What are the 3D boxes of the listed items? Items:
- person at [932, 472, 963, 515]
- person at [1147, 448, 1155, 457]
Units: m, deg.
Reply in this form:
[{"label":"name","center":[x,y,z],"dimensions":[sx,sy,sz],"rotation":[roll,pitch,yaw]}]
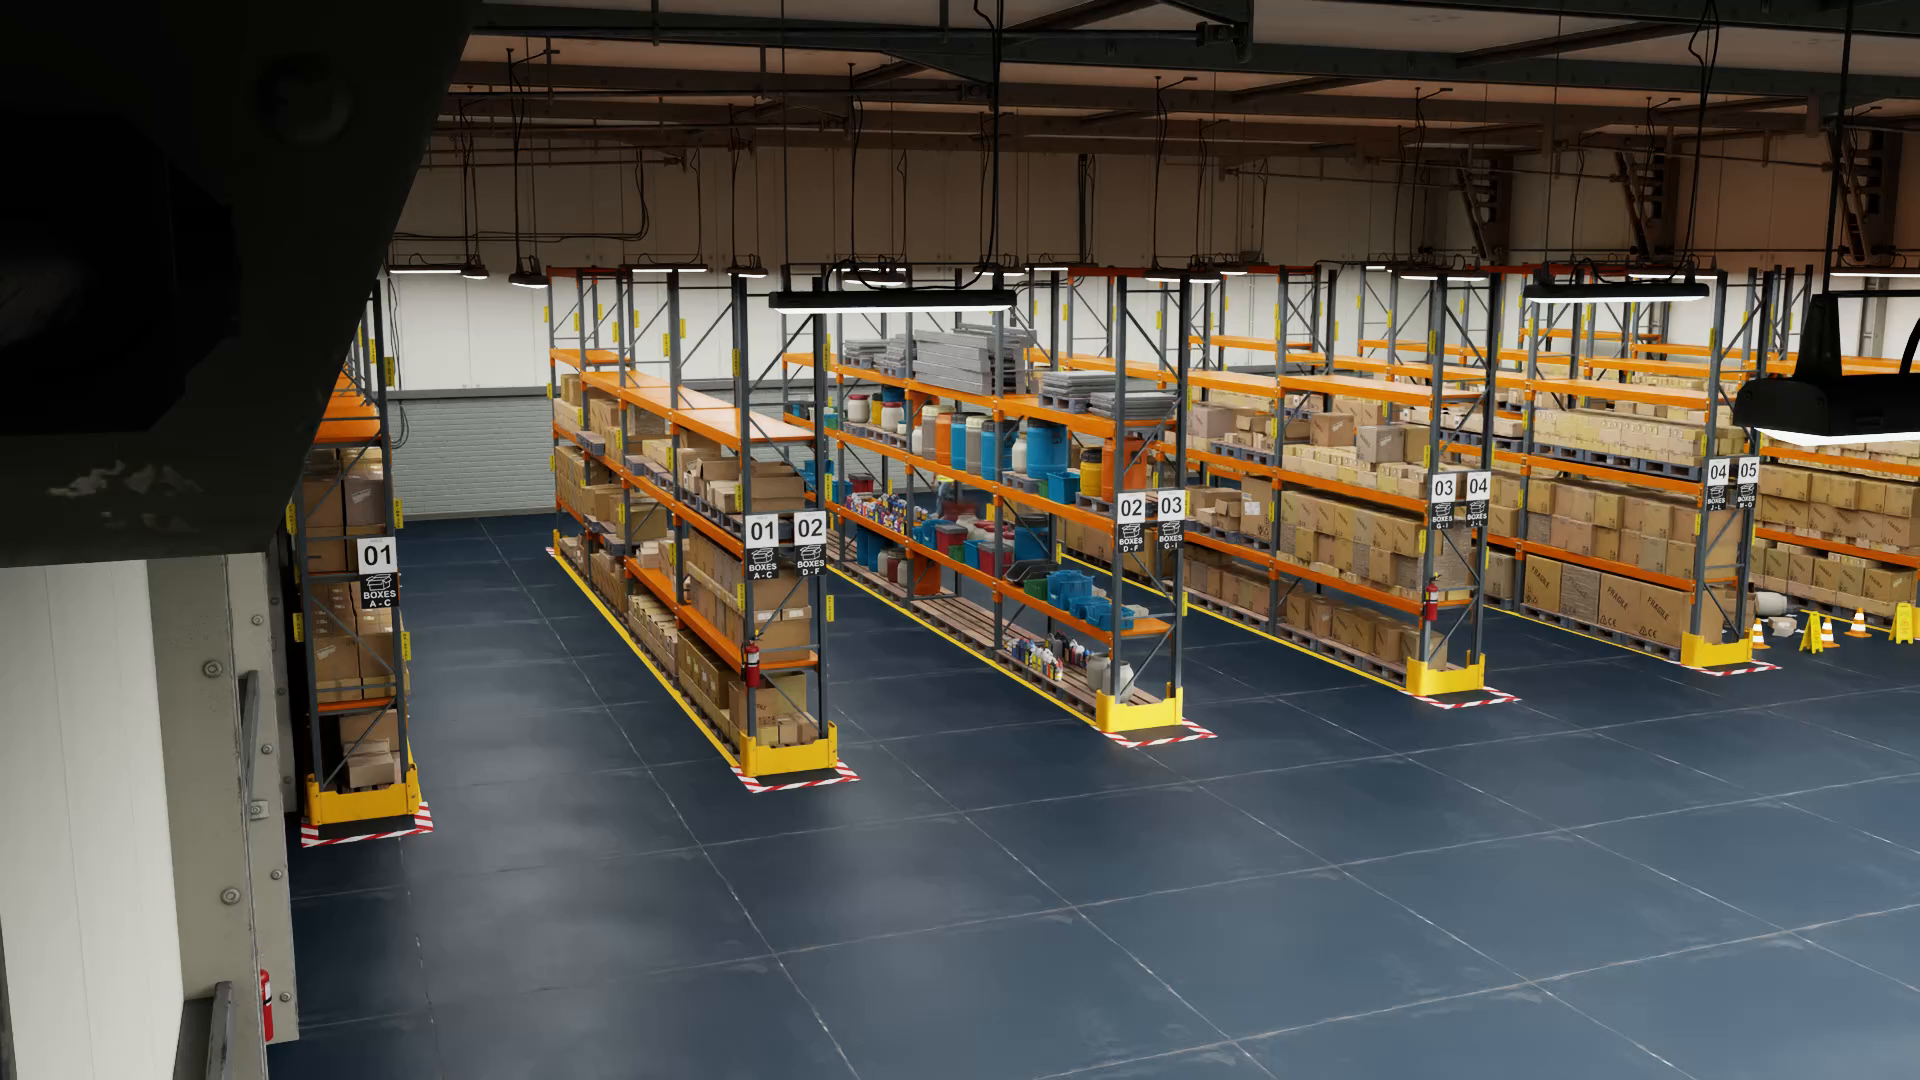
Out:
[{"label":"person","center":[-0.360,-1.399,39.659],"dimensions":[0.996,1.730,0.539],"rotation":[-6,12,-31]},{"label":"person","center":[4.745,-1.878,42.342],"dimensions":[1.034,1.753,0.528],"rotation":[-5,11,-28]}]
